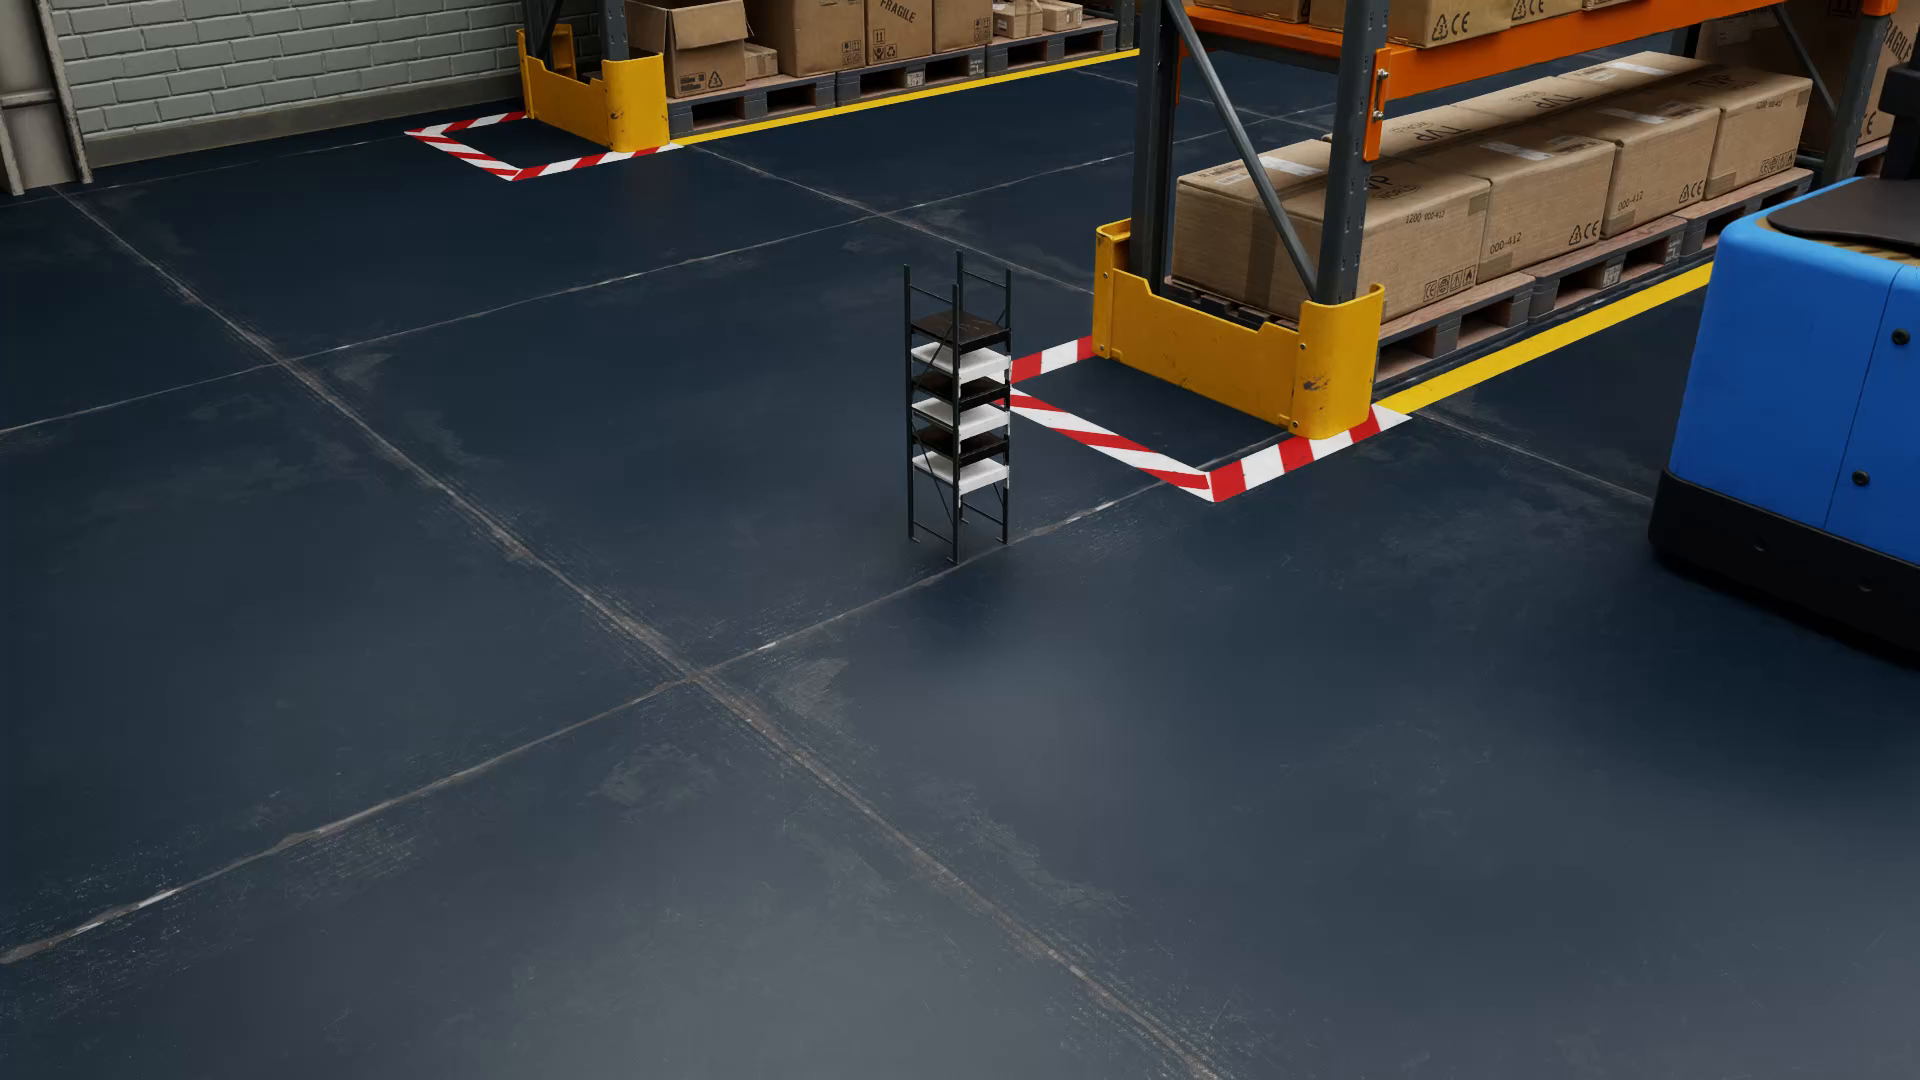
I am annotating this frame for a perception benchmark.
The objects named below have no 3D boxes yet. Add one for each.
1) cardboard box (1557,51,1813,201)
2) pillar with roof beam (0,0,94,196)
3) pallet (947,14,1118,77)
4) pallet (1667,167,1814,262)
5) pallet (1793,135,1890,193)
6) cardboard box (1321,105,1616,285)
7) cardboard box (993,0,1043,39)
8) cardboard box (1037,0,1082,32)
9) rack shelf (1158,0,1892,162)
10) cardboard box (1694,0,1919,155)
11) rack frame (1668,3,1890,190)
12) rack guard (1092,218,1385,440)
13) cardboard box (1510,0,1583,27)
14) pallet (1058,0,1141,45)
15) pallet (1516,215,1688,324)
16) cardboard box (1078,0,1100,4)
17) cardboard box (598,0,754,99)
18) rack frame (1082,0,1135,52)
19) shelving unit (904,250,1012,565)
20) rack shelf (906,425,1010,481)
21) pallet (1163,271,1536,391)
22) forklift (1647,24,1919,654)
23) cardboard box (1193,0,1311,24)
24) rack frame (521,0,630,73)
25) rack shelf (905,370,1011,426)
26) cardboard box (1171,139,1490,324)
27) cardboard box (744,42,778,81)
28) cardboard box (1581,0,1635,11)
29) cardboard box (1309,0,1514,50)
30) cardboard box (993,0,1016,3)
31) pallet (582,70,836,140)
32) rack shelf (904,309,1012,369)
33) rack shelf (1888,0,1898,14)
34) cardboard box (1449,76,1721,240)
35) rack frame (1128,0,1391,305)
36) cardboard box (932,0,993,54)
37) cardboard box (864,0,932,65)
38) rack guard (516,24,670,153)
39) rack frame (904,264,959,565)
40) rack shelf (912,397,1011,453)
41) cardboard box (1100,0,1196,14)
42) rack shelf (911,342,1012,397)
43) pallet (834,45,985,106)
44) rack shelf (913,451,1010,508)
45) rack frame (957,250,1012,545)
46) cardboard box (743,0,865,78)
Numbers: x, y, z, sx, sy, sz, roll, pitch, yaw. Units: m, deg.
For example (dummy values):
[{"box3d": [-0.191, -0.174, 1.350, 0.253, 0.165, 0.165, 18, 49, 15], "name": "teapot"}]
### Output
[{"box3d": [3.526, -2.060, 8.195, 0.875, 0.438, 0.875, -22, 35, -36], "name": "cardboard box"}, {"box3d": [-2.037, -4.314, 3.775, 0.400, 9.000, 9.100, -22, 35, -35], "name": "pillar with roof beam"}, {"box3d": [0.325, -3.497, 11.571, 1.213, 0.211, 1.003, -22, 35, -35], "name": "pallet"}, {"box3d": [3.444, -1.724, 8.252, 1.213, 0.211, 1.003, -22, 35, -35], "name": "pallet"}, {"box3d": [4.611, -2.192, 9.127, 1.213, 0.211, 1.003, -22, 35, -35], "name": "pallet"}, {"box3d": [2.158, -1.511, 7.167, 0.875, 0.438, 0.875, -21, 34, -34], "name": "cardboard box"}, {"box3d": [0.344, -3.531, 11.131, 0.258, 0.266, 0.396, -20, 34, -33], "name": "cardboard box"}, {"box3d": [0.615, -3.589, 11.363, 0.250, 0.149, 0.380, -23, 36, -36], "name": "cardboard box"}, {"box3d": [2.551, -2.229, 7.002, 4.000, 0.370, 1.077, -22, 35, -35], "name": "rack shelf"}, {"box3d": [4.493, -2.625, 8.788, 0.875, 0.875, 0.875, -21, 34, -33], "name": "cardboard box"}, {"box3d": [4.073, -3.158, 7.978, 0.127, 3.000, 1.000, -22, 35, -35], "name": "rack frame"}, {"box3d": [1.012, -0.825, 6.263, 0.348, 0.500, 1.175, -22, 35, -35], "name": "rack guard"}, {"box3d": [1.948, -2.187, 6.055, 0.500, 0.500, 0.500, -22, 35, -36], "name": "cardboard box"}, {"box3d": [1.443, -3.969, 12.454, 1.213, 0.211, 1.003, -22, 35, -35], "name": "pallet"}, {"box3d": [2.515, -1.349, 7.550, 1.213, 0.211, 1.003, -22, 35, -35], "name": "pallet"}, {"box3d": [1.030, -4.276, 12.275, 0.500, 0.500, 0.500, -22, 35, -35], "name": "cardboard box"}, {"box3d": [-1.668, -2.951, 9.792, 0.637, 0.503, 0.797, -24, 36, -37], "name": "cardboard box"}, {"box3d": [0.848, -4.937, 11.306, 0.127, 3.000, 1.000, -22, 35, -35], "name": "rack frame"}, {"box3d": [-0.006, -0.394, 5.033, 0.210, 0.900, 0.258, -22, 35, -35], "name": "shelving unit"}, {"box3d": [-0.006, -0.286, 5.091, 0.200, 0.077, 0.258, -22, 35, -35], "name": "rack shelf"}, {"box3d": [1.587, -0.977, 6.855, 1.213, 0.211, 1.003, -22, 35, -35], "name": "pallet"}, {"box3d": [3.572, -1.490, 4.929, 3.031, 2.935, 1.130, -21, 35, -34], "name": "forklift"}, {"box3d": [1.225, -2.221, 6.118, 0.500, 0.500, 0.500, -22, 35, -35], "name": "cardboard box"}, {"box3d": [-2.194, -3.713, 9.016, 0.127, 3.000, 1.000, -22, 35, -35], "name": "rack frame"}, {"box3d": [-0.006, -0.444, 5.007, 0.200, 0.077, 0.258, -22, 35, -35], "name": "rack shelf"}, {"box3d": [1.467, -1.228, 6.638, 0.875, 0.438, 0.875, -23, 36, -37], "name": "cardboard box"}, {"box3d": [-1.319, -2.910, 10.093, 0.250, 0.149, 0.380, -24, 36, -37], "name": "cardboard box"}, {"box3d": [2.347, -2.337, 6.334, 0.500, 0.500, 0.500, -22, 35, -35], "name": "cardboard box"}, {"box3d": [1.581, -2.023, 5.746, 0.500, 0.500, 0.500, -22, 35, -35], "name": "cardboard box"}, {"box3d": [0.192, -3.819, 11.621, 0.500, 0.311, 0.500, -20, 34, -33], "name": "cardboard box"}, {"box3d": [-1.531, -2.751, 10.174, 1.213, 0.211, 1.003, -22, 35, -35], "name": "pallet"}, {"box3d": [-0.006, -0.603, 4.922, 0.200, 0.077, 0.258, -22, 35, -35], "name": "rack shelf"}, {"box3d": [5.594, -3.453, 9.292, 4.000, 0.370, 1.077, -22, 35, -35], "name": "rack shelf"}, {"box3d": [2.845, -1.786, 7.682, 0.875, 0.438, 0.875, -23, 36, -36], "name": "cardboard box"}, {"box3d": [1.030, -1.935, 5.688, 0.127, 3.000, 1.000, -22, 35, -35], "name": "rack frame"}, {"box3d": [-0.202, -3.514, 10.850, 0.500, 0.500, 0.700, -23, 36, -37], "name": "cardboard box"}, {"box3d": [-0.525, -3.323, 10.491, 0.500, 0.500, 0.500, -21, 35, -34], "name": "cardboard box"}, {"box3d": [-2.137, -2.634, 9.649, 0.348, 0.500, 1.175, -22, 35, -35], "name": "rack guard"}, {"box3d": [-0.084, -0.363, 4.975, 0.006, 0.900, 0.240, -22, 35, -35], "name": "rack frame"}, {"box3d": [-0.006, -0.365, 5.049, 0.200, 0.077, 0.258, -22, 35, -35], "name": "rack shelf"}, {"box3d": [1.363, -4.087, 11.922, 0.500, 0.500, 0.500, -20, 34, -33], "name": "cardboard box"}, {"box3d": [-0.006, -0.524, 4.964, 0.200, 0.077, 0.258, -22, 35, -35], "name": "rack shelf"}, {"box3d": [-0.603, -3.122, 10.869, 1.213, 0.211, 1.003, -22, 35, -35], "name": "pallet"}, {"box3d": [-0.006, -0.206, 5.134, 0.200, 0.077, 0.258, -22, 35, -35], "name": "rack shelf"}, {"box3d": [0.071, -0.426, 5.091, 0.006, 0.900, 0.240, -22, 35, -35], "name": "rack frame"}, {"box3d": [-0.992, -3.197, 10.256, 0.500, 0.500, 0.700, -20, 34, -33], "name": "cardboard box"}]
